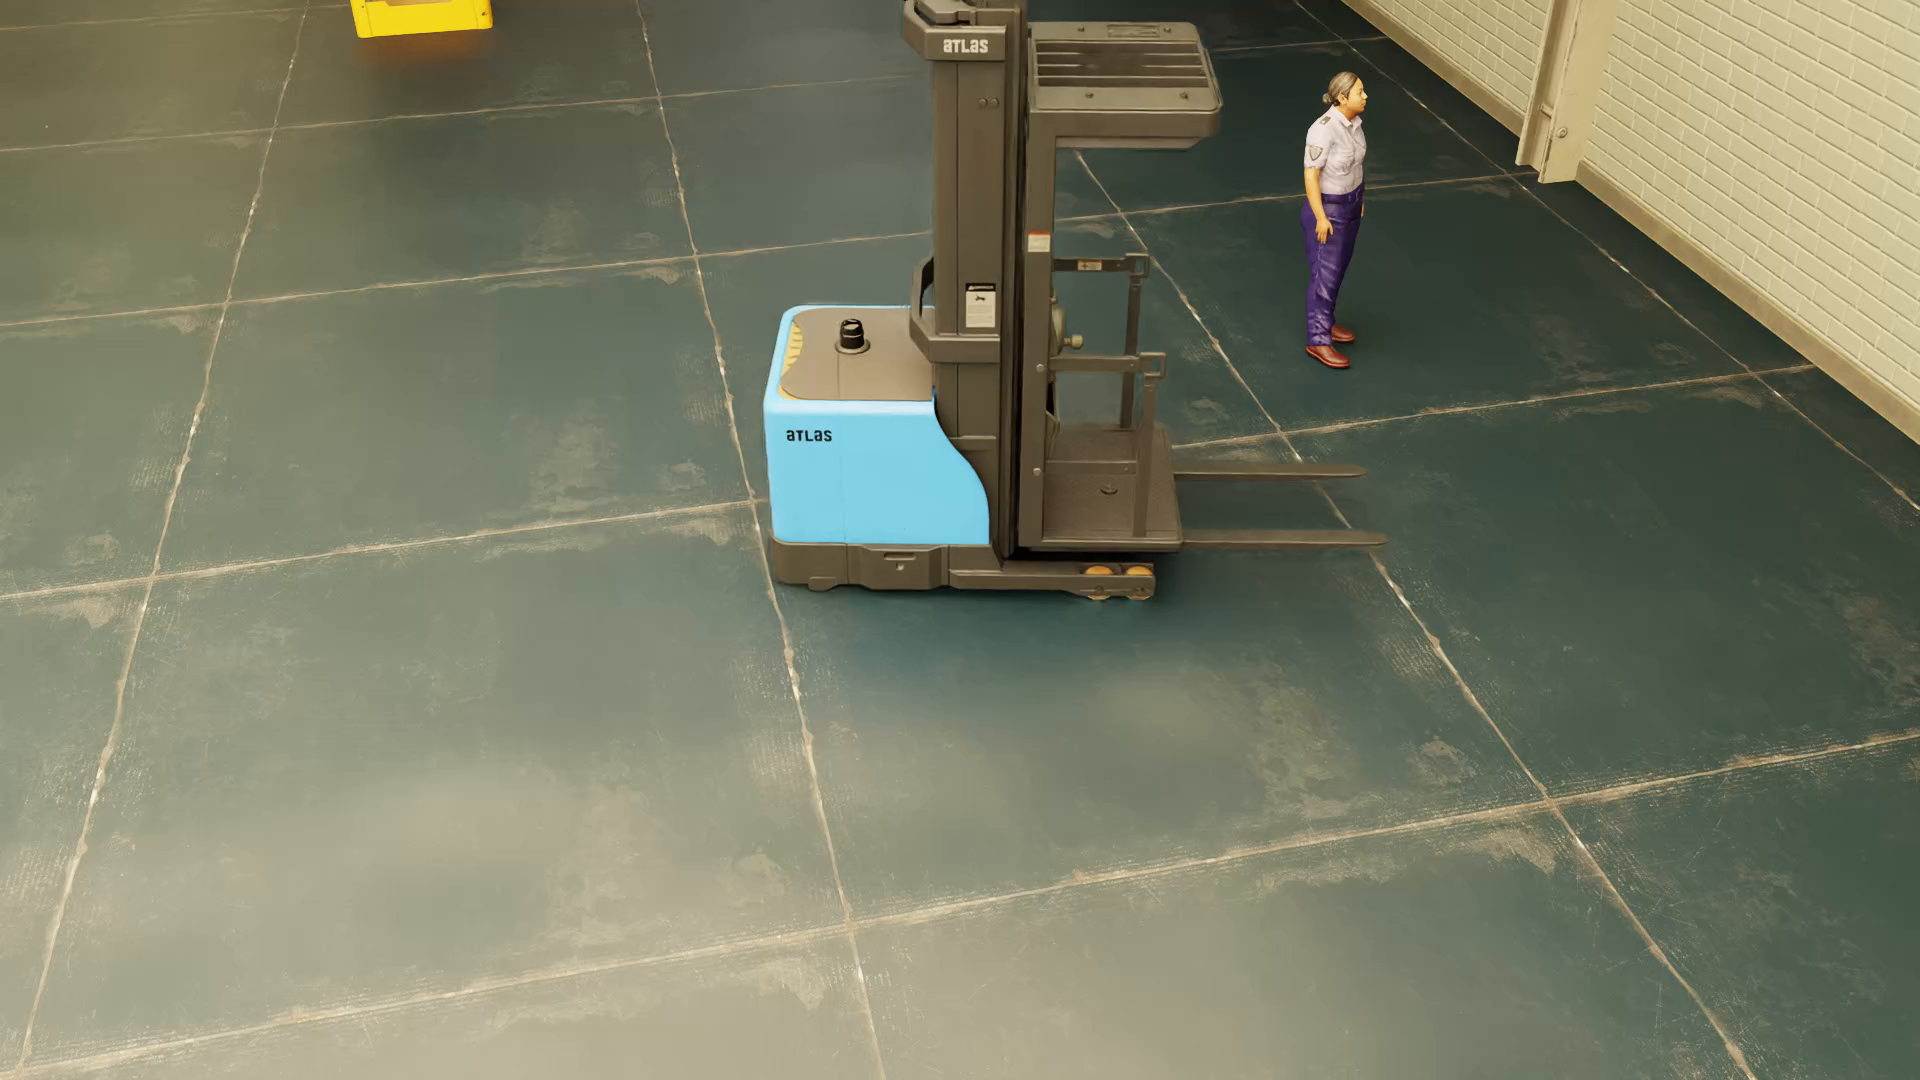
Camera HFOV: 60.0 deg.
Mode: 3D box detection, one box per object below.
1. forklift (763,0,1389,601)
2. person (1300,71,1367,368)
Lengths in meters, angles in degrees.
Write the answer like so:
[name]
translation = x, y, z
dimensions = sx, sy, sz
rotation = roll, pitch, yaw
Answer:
[forklift]
translation = 0.600, -1.209, 7.730
dimensions = 3.031, 2.935, 1.130
rotation = 1, 36, 1
[person]
translation = 2.270, -1.898, 9.781
dimensions = 0.503, 1.643, 0.596
rotation = 23, 42, 28
